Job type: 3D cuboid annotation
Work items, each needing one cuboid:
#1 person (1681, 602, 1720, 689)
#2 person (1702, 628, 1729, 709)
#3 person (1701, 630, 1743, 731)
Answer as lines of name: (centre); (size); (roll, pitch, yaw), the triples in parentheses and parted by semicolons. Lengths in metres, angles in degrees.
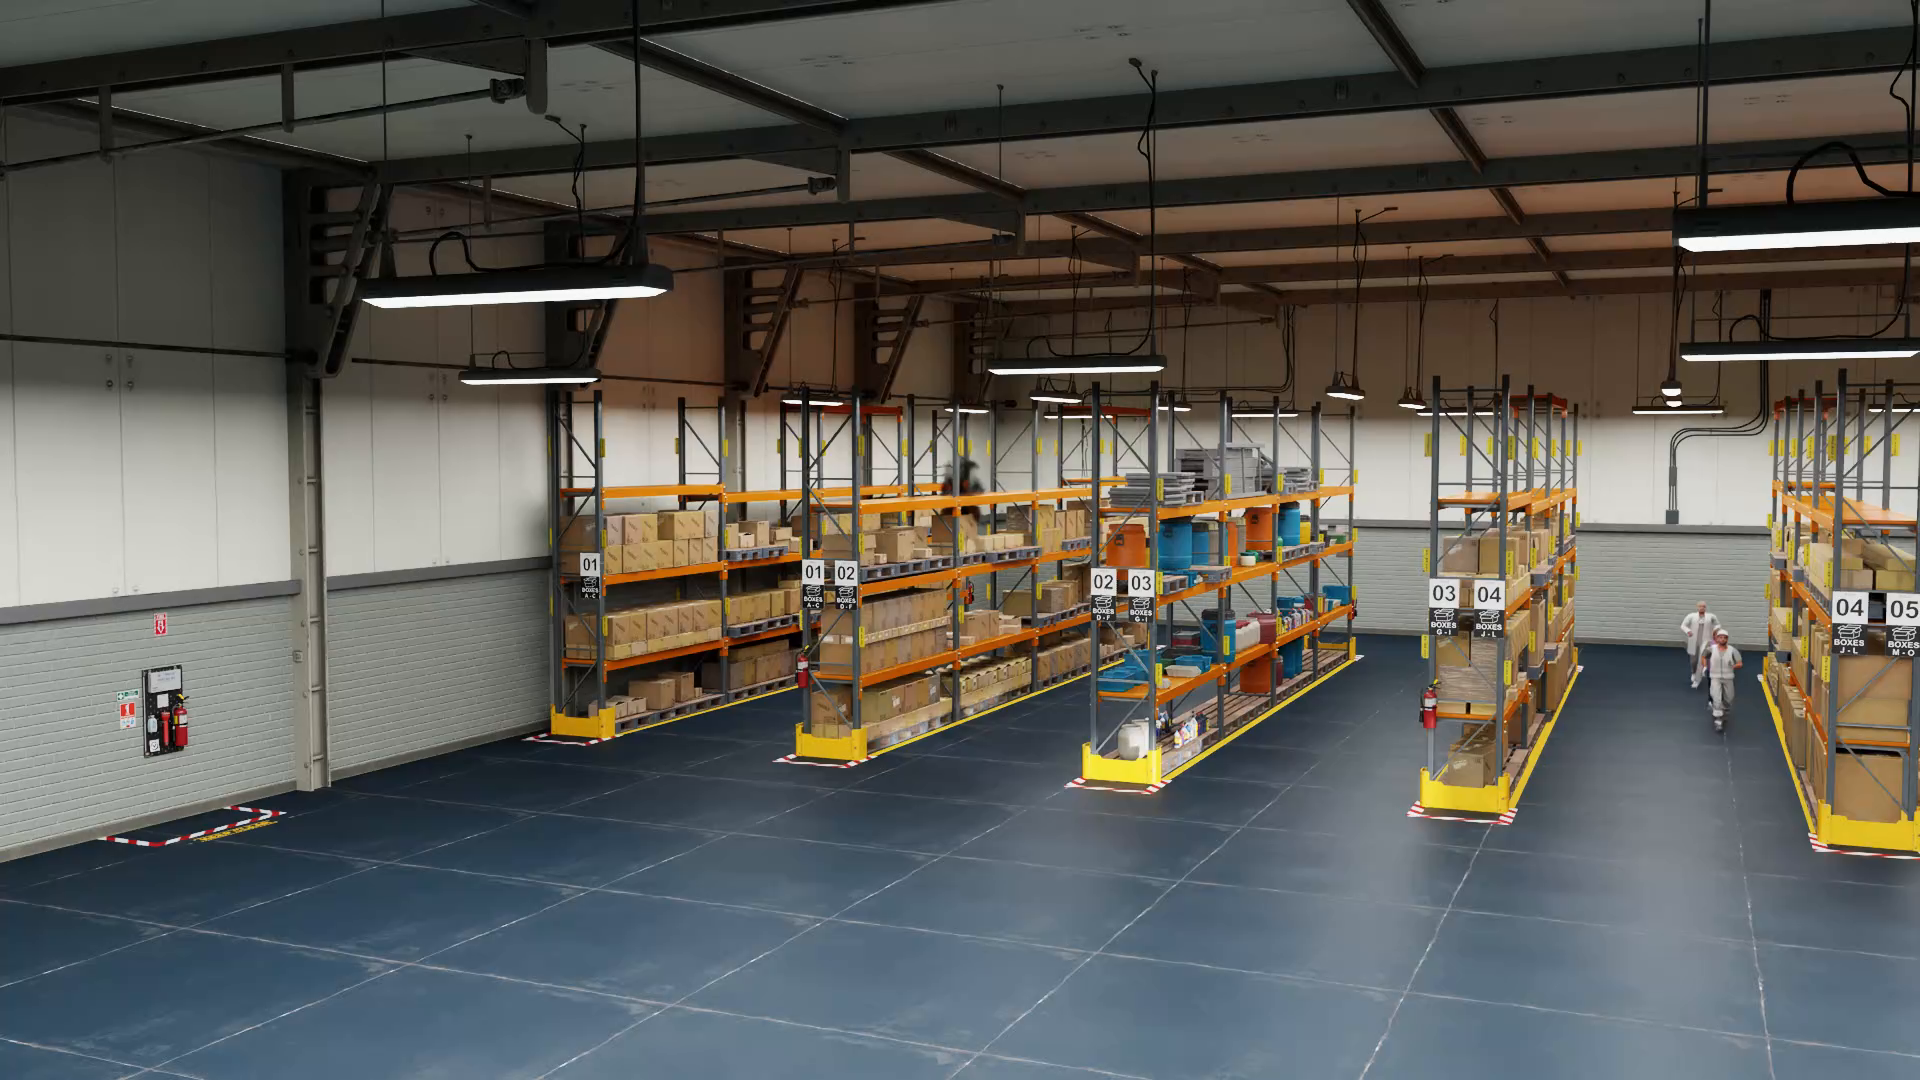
person: (15.531, 2.179, 34.906); (0.742, 1.780, 1.065); (2, 4, 29)
person: (14.223, 2.459, 31.246); (0.556, 1.630, 0.789); (1, 3, 18)
person: (13.511, 2.474, 29.500); (0.667, 1.768, 0.967); (1, 3, 22)
